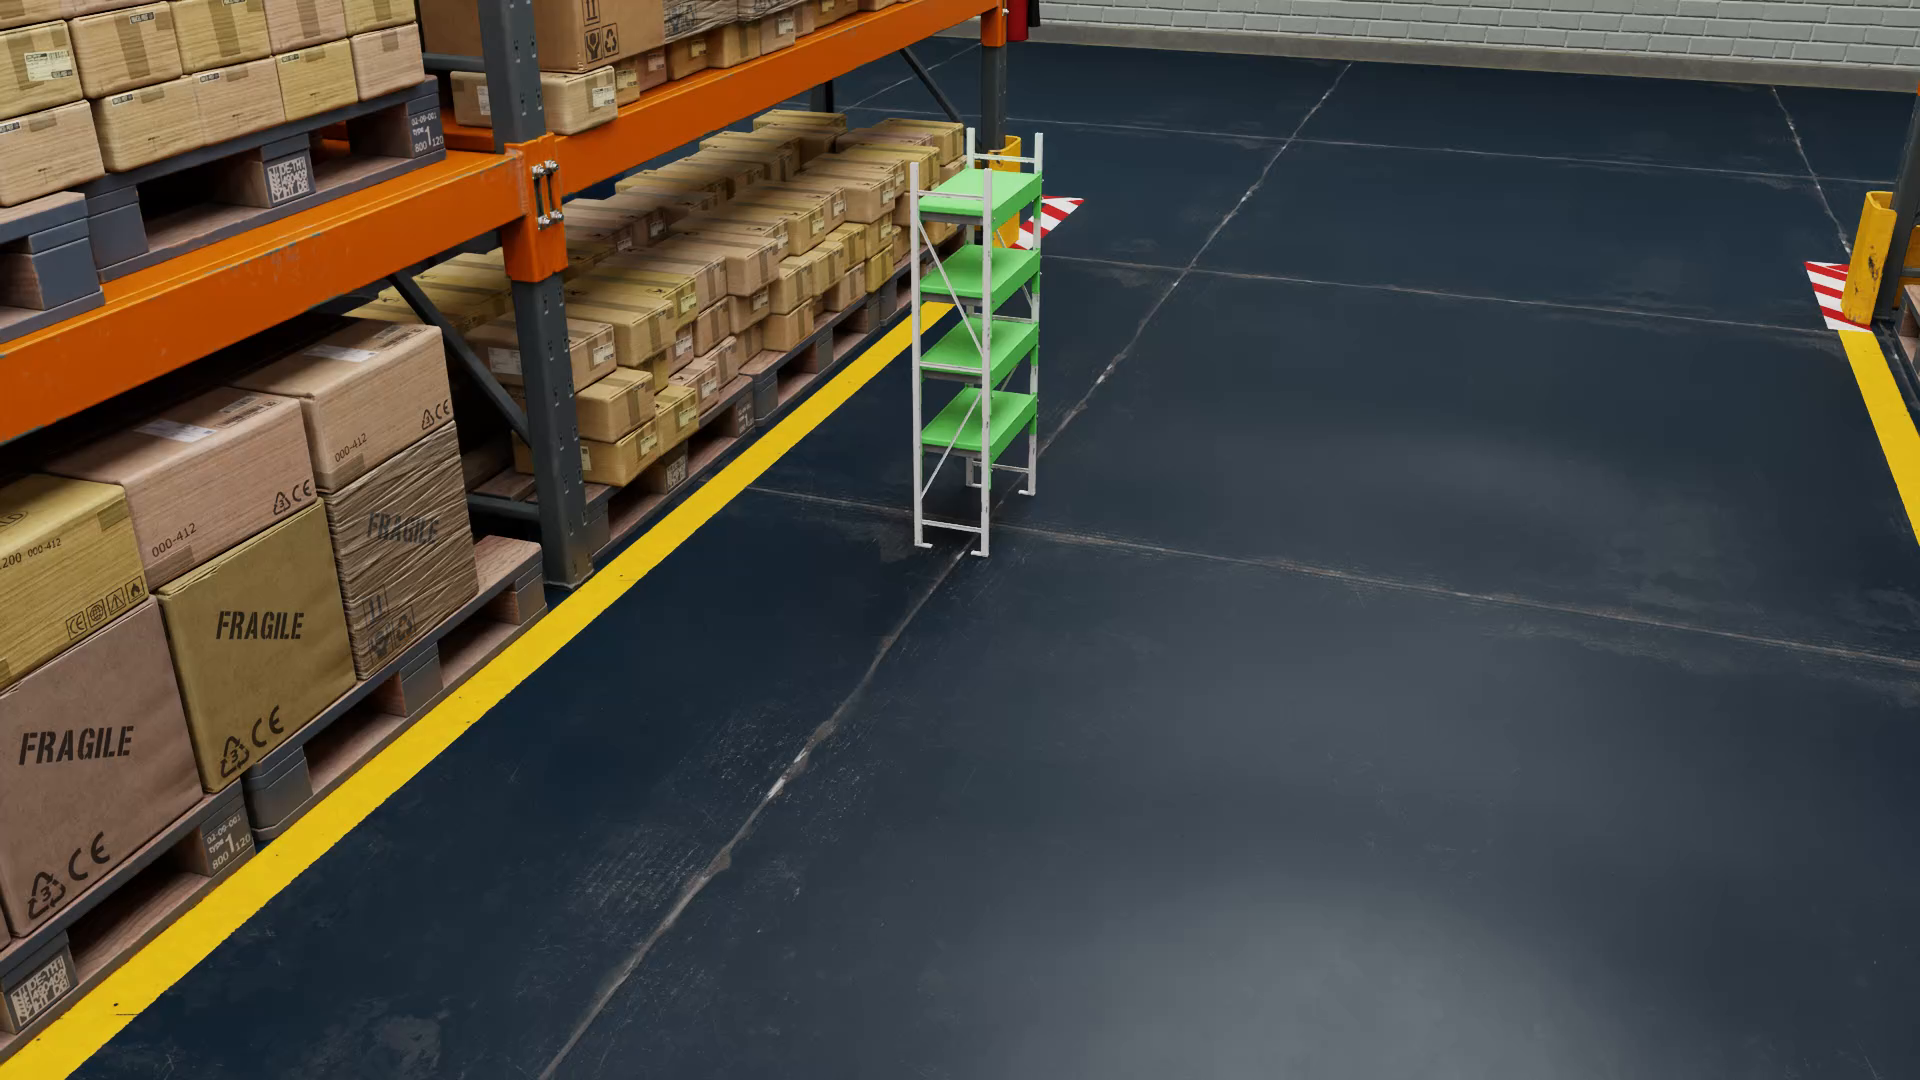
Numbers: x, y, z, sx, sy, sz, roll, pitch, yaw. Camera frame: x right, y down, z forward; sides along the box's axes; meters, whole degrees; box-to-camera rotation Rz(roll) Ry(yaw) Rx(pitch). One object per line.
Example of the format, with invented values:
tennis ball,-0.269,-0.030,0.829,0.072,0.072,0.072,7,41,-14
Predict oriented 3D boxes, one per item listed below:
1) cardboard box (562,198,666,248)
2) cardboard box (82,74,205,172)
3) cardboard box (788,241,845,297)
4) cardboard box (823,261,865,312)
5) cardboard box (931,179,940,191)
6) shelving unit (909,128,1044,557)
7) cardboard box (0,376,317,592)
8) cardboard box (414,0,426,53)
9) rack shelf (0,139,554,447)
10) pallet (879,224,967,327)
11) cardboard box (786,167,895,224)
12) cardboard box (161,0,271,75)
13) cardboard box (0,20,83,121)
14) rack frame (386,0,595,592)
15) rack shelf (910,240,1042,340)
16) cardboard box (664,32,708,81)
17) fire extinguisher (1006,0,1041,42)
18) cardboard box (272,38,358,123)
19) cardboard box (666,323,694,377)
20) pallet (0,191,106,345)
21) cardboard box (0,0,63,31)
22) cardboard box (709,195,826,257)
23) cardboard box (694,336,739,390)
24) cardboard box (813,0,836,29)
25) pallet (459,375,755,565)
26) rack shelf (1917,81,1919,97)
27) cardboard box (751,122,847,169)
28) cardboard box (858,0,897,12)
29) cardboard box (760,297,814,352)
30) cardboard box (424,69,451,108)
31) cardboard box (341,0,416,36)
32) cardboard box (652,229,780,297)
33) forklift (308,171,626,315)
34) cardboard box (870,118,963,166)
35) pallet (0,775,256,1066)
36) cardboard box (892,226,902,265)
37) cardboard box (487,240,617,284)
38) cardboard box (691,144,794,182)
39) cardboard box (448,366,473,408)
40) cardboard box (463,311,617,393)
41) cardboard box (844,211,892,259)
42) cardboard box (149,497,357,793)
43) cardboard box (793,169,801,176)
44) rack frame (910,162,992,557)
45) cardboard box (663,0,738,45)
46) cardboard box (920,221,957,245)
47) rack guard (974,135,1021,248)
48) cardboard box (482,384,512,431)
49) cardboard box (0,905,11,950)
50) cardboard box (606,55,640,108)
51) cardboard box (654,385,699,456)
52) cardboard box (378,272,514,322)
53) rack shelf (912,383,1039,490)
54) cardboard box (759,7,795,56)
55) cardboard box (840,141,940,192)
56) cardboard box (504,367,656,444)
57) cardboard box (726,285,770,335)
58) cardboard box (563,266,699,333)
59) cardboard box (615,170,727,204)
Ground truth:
cardboard box,-1.360,-1.198,6.388,0.380,0.149,0.250,8,27,16
cardboard box,-1.797,-0.865,3.402,0.380,0.149,0.250,7,27,15
cardboard box,-0.673,-1.070,6.467,0.380,0.149,0.250,9,27,18
cardboard box,-0.610,-1.053,6.773,0.380,0.149,0.250,9,27,18
cardboard box,-0.311,-1.619,7.600,0.380,0.149,0.250,8,27,16
shelving unit,0.055,-0.608,5.129,0.258,1.200,0.503,9,27,17
cardboard box,-1.791,-0.143,3.629,0.500,0.250,0.500,10,28,20
cardboard box,-1.703,-1.712,4.888,0.500,0.500,0.500,9,27,18
rack shelf,-2.263,-0.148,2.938,1.077,0.370,4.000,9,27,17
pallet,-0.595,-1.322,7.738,1.003,0.211,1.213,9,27,17
cardboard box,-0.491,-1.421,6.850,0.380,0.149,0.250,10,28,19
cardboard box,-1.716,-1.101,3.547,0.380,0.149,0.250,10,28,20
cardboard box,-1.890,-0.881,3.093,0.380,0.149,0.250,7,27,15
rack frame,-1.598,-1.293,4.479,1.000,3.000,0.127,9,27,17
rack shelf,0.055,-0.767,5.052,0.258,0.148,0.480,9,27,17
cardboard box,-1.044,-1.594,5.389,0.380,0.149,0.250,8,27,15
fire extinguisher,0.253,-2.771,8.048,0.296,0.674,0.183,9,27,17
cardboard box,-1.629,-1.071,3.825,0.380,0.149,0.250,9,27,18
cardboard box,-1.128,-0.658,5.615,0.380,0.149,0.250,9,27,17
pallet,-2.308,-0.383,2.818,1.003,0.211,1.213,9,27,17
cardboard box,-1.896,-1.019,3.036,0.380,0.149,0.250,8,27,16
cardboard box,-0.743,-1.217,6.428,0.380,0.149,0.250,9,27,18
cardboard box,-1.014,-0.633,5.905,0.380,0.149,0.250,8,27,16
cardboard box,-0.693,-2.021,6.271,0.380,0.149,0.250,9,27,18
pallet,-1.407,-0.319,5.668,1.003,0.211,1.213,9,27,17
rack shelf,3.770,-1.115,4.937,1.077,0.370,4.000,9,27,17
cardboard box,-0.739,-1.814,7.661,0.380,0.149,0.250,9,27,18
cardboard box,-0.474,-2.235,6.712,0.380,0.149,0.250,8,27,15
cardboard box,-0.780,-0.841,6.335,0.380,0.149,0.250,8,27,16
cardboard box,-1.723,-1.332,4.847,0.380,0.149,0.250,8,27,17
cardboard box,-1.544,-1.311,3.981,0.380,0.149,0.250,10,27,19
cardboard box,-0.875,-0.997,5.975,0.380,0.149,0.250,9,27,19
forklift,-2.470,-2.165,6.358,1.130,2.935,3.031,7,27,14
cardboard box,-0.204,-1.857,7.749,0.380,0.149,0.250,9,27,18
pallet,-2.260,0.785,3.387,1.003,0.211,1.213,9,27,17
cardboard box,-0.474,-1.277,7.234,0.380,0.149,0.250,9,27,18
cardboard box,-1.441,-0.960,5.898,0.380,0.149,0.250,10,27,19
cardboard box,-0.949,-1.615,7.251,0.380,0.149,0.250,7,27,15
cardboard box,-1.792,-0.509,5.307,0.380,0.149,0.250,9,27,18
cardboard box,-1.288,-0.579,5.110,0.380,0.149,0.250,10,28,20
cardboard box,-0.504,-1.290,6.921,0.380,0.149,0.250,9,27,18
cardboard box,-1.777,0.194,3.793,0.500,0.500,0.500,8,27,16
cardboard box,-0.825,-1.581,7.522,0.380,0.149,0.250,9,27,18
rack frame,-0.026,-0.508,4.922,0.240,1.200,0.015,9,27,17
cardboard box,-1.037,-1.844,5.160,0.500,0.500,0.500,9,27,17
cardboard box,-0.235,-1.476,7.646,0.380,0.149,0.250,10,27,19
rack guard,-0.292,-1.781,8.354,1.175,0.500,0.348,9,27,17
cardboard box,-1.623,-0.504,5.639,0.380,0.149,0.250,10,27,19
cardboard box,-2.122,0.614,2.926,0.500,0.500,0.500,8,27,16
cardboard box,-1.179,-1.366,4.918,0.380,0.149,0.250,10,27,19
cardboard box,-1.085,-0.412,5.448,0.380,0.149,0.250,10,27,19
cardboard box,-1.677,-0.762,5.488,0.380,0.149,0.250,9,27,18
rack shelf,0.055,-0.335,5.261,0.258,0.148,0.480,9,27,17
cardboard box,-0.802,-1.797,5.809,0.380,0.149,0.250,10,28,20
cardboard box,-0.308,-1.637,7.295,0.380,0.149,0.250,8,27,16
cardboard box,-1.175,-0.436,5.156,0.380,0.149,0.250,10,28,20
cardboard box,-0.922,-0.878,6.070,0.380,0.149,0.250,10,28,20
cardboard box,-1.102,-0.794,5.555,0.380,0.149,0.250,8,27,17
cardboard box,-1.180,-1.401,6.808,0.380,0.149,0.250,9,27,18
